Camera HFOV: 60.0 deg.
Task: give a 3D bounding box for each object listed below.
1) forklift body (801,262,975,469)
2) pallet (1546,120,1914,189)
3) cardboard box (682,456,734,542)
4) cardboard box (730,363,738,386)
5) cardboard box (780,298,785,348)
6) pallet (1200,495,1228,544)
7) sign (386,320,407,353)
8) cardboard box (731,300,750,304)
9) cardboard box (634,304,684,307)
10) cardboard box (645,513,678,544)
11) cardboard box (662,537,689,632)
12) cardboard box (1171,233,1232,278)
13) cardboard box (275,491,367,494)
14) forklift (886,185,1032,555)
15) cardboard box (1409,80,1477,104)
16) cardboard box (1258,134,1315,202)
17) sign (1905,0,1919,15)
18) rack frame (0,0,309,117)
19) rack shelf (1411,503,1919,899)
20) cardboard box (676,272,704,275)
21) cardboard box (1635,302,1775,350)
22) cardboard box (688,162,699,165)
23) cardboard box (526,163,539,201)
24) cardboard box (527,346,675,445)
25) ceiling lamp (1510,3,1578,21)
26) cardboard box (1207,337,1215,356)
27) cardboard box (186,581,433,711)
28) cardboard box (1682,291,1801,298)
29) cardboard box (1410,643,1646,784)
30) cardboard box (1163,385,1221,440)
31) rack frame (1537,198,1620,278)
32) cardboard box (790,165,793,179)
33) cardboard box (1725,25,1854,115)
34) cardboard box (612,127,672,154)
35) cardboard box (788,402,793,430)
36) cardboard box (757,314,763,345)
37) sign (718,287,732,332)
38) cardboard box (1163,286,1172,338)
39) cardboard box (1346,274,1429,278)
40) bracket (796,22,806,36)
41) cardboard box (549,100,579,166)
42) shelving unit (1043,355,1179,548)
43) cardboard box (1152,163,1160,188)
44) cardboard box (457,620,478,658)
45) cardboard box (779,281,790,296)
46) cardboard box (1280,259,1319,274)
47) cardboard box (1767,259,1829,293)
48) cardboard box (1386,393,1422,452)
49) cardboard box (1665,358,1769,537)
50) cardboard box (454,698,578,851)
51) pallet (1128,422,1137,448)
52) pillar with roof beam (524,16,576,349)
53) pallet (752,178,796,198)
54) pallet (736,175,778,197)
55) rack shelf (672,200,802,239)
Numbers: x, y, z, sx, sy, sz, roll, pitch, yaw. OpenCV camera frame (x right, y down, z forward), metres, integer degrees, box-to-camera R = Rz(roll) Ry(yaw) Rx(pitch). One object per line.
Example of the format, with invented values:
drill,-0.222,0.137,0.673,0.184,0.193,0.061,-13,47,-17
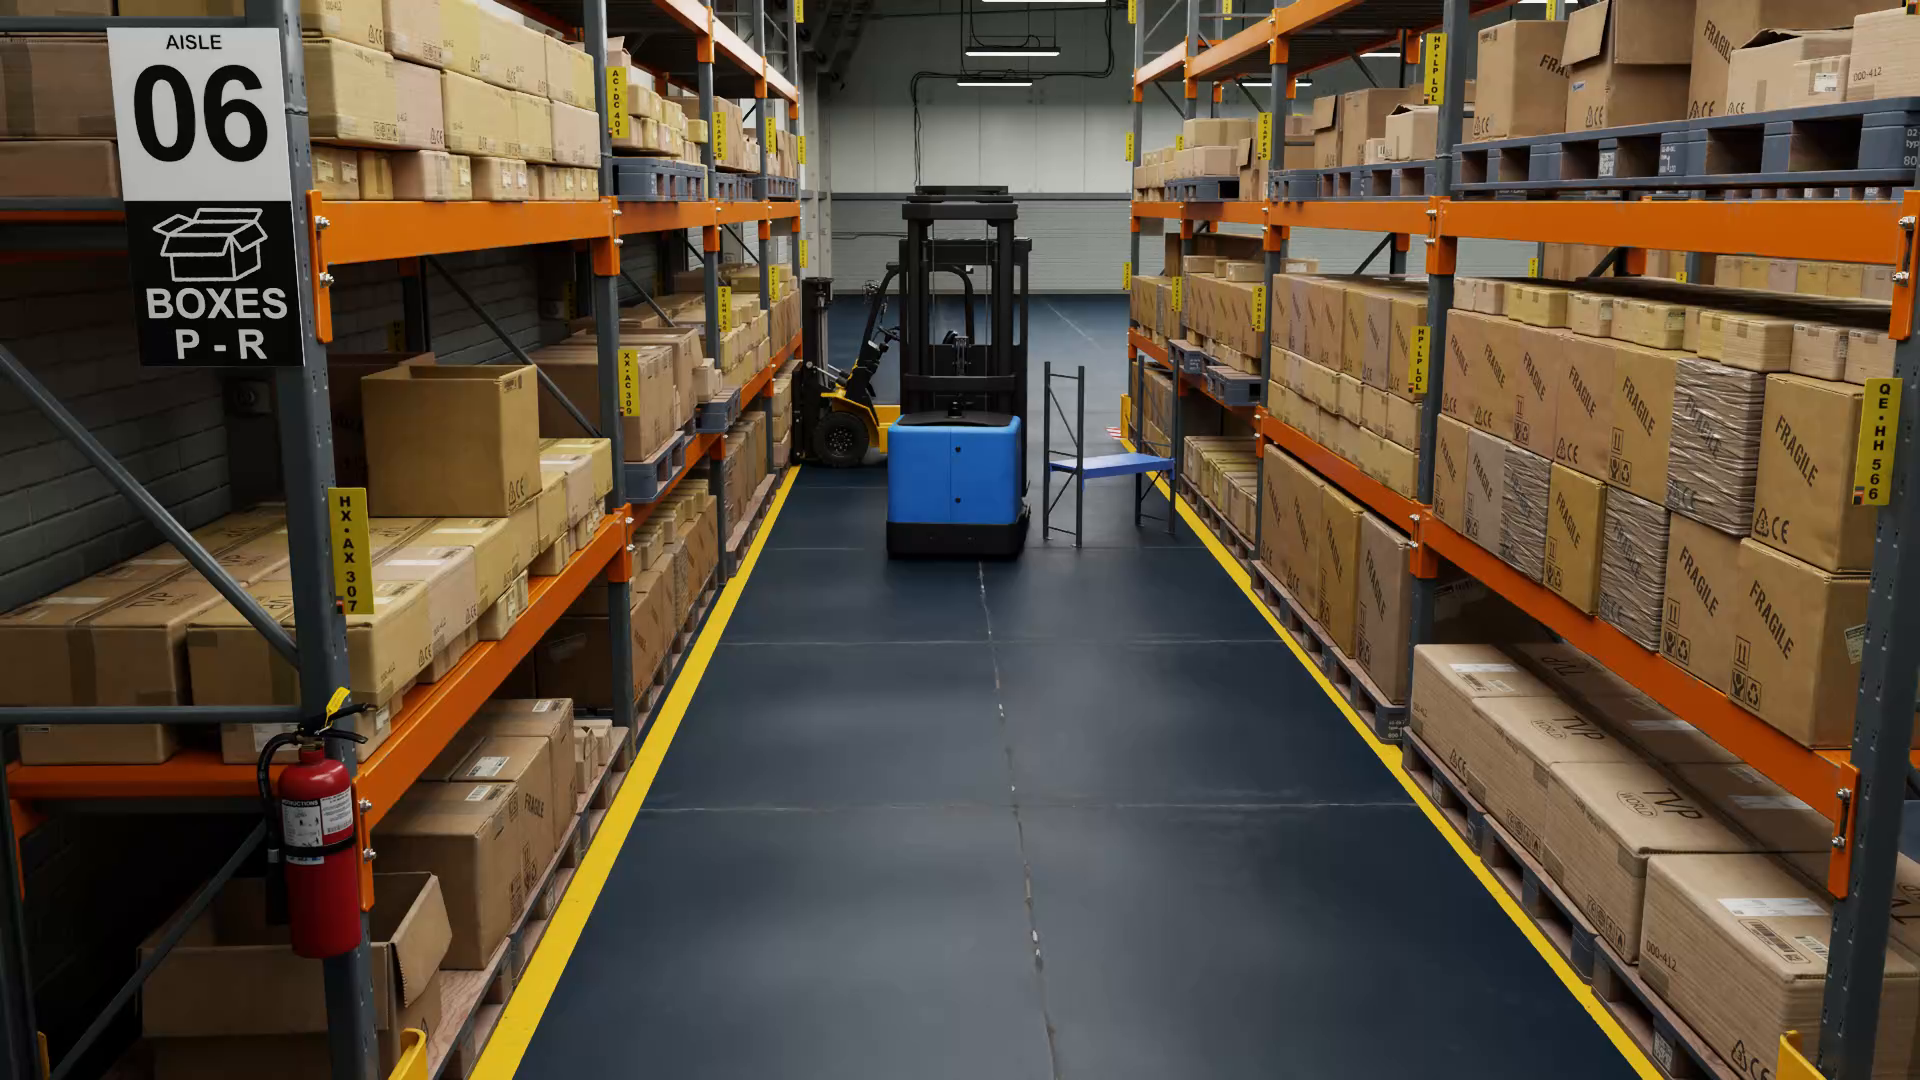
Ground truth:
forklift body,-0.548,-1.939,18.207,2.313,2.155,1.214,0,11,-1
pallet,2.828,-1.382,6.006,1.003,0.211,1.213,0,11,-1
cardboard box,-2.245,-0.300,12.911,0.875,0.625,0.625,0,11,1
cardboard box,-2.016,-1.250,13.052,0.500,0.250,0.500,0,11,-2
cardboard box,-2.115,-2.272,17.460,0.500,0.500,0.500,0,11,-2
pallet,2.680,-0.186,14.444,1.003,0.211,1.213,0,11,-1
sign,-2.718,-0.903,8.056,0.100,0.325,0.005,0,11,-1
cardboard box,-2.043,-2.025,14.613,0.380,0.149,0.250,-1,11,-3
cardboard box,-2.551,-1.922,14.106,0.380,0.149,0.250,0,11,-1
cardboard box,-1.983,-0.072,10.468,0.380,0.149,0.250,-1,11,-4
cardboard box,-1.979,0.275,10.390,0.500,0.500,0.500,-1,11,-3
cardboard box,2.783,-3.229,18.917,0.700,0.500,0.500,0,11,-1
cardboard box,-2.397,-0.109,6.683,0.500,0.250,0.500,0,11,0
forklift,0.052,-1.560,14.379,1.130,2.935,3.031,1,12,5
cardboard box,3.043,-2.531,10.138,0.500,0.500,0.500,0,11,-1
cardboard box,2.707,-2.863,12.830,0.700,0.500,0.500,0,11,-1
sign,2.339,-1.431,3.995,0.100,0.325,0.005,0,11,-1
rack frame,-2.080,-2.484,3.670,1.000,3.000,0.127,0,11,-1
rack shelf,2.841,0.390,6.402,1.077,0.370,4.000,0,11,-1
cardboard box,-2.687,-2.656,16.976,0.380,0.149,0.250,0,11,-2
cardboard box,2.593,-0.746,5.793,0.380,0.149,0.250,0,11,0
cardboard box,-1.981,-2.330,10.831,0.500,0.250,0.500,0,11,-1
cardboard box,-1.885,-1.411,6.559,0.380,0.149,0.250,0,11,1
cardboard box,-1.960,-0.794,9.120,0.700,0.500,0.500,0,11,-1
ceiling lamp,15.358,-13.657,44.064,2.000,3.185,0.800,0,11,-1
cardboard box,2.329,-1.663,14.286,0.380,0.149,0.250,0,11,1
cardboard box,-1.820,0.293,4.702,0.500,0.250,0.500,0,11,-1
cardboard box,3.087,-0.903,6.567,0.380,0.149,0.250,0,11,-2
cardboard box,2.705,0.815,7.885,0.875,0.438,0.875,0,11,-2
cardboard box,2.354,-1.293,16.860,0.500,0.500,0.500,0,11,-2
rack frame,7.499,-2.786,20.247,1.000,3.000,0.127,0,11,-1
cardboard box,-2.090,-4.163,18.813,0.380,0.149,0.250,-1,11,-3
cardboard box,2.901,-1.544,5.497,0.500,0.311,0.500,0,11,0
cardboard box,-1.795,-2.205,9.162,0.380,0.149,0.250,0,11,-2
cardboard box,-2.041,-1.330,17.672,0.500,0.250,0.500,0,11,-2
cardboard box,-2.045,-1.902,15.009,0.500,0.250,0.500,-1,11,-3
sign,-1.703,-1.667,12.018,0.100,0.325,0.005,0,11,-1
cardboard box,2.359,-2.335,17.023,0.500,0.500,0.500,0,11,1
cardboard box,2.989,-1.593,11.598,0.500,0.500,0.500,-1,11,-3
bracket,-3.253,-10.271,33.001,0.076,0.066,4.783,0,11,-1
cardboard box,-1.881,-1.683,6.896,0.500,0.250,0.500,-1,11,-3
shelving unit,1.277,-0.770,14.080,1.048,1.500,0.538,-8,14,-33
cardboard box,2.323,-3.882,17.735,0.500,0.250,0.500,0,11,0
cardboard box,-1.860,0.307,5.633,0.380,0.149,0.250,0,11,0
cardboard box,-2.073,-2.769,18.279,0.380,0.149,0.250,0,11,-1
cardboard box,2.926,-2.387,14.592,0.380,0.149,0.250,-1,11,-4
cardboard box,7.620,-2.228,14.733,0.700,0.500,0.500,0,11,-1
cardboard box,2.547,-0.618,8.682,0.500,0.250,0.500,0,11,-1
cardboard box,2.594,-0.303,5.240,0.500,0.500,0.500,0,11,-1
cardboard box,-1.998,0.977,6.930,0.700,0.500,0.500,-1,11,-3
pallet,2.535,-1.202,19.454,1.003,0.211,1.213,0,11,-1
pillar with roof beam,1.130,-4.347,12.855,9.100,9.000,0.400,0,11,-1
pallet,-2.422,-4.010,18.961,1.003,0.211,1.213,0,11,-1
pallet,-2.372,-3.525,16.570,1.003,0.211,1.213,0,11,-1
rack shelf,-2.370,-3.444,17.757,1.077,0.370,4.000,0,11,-1
